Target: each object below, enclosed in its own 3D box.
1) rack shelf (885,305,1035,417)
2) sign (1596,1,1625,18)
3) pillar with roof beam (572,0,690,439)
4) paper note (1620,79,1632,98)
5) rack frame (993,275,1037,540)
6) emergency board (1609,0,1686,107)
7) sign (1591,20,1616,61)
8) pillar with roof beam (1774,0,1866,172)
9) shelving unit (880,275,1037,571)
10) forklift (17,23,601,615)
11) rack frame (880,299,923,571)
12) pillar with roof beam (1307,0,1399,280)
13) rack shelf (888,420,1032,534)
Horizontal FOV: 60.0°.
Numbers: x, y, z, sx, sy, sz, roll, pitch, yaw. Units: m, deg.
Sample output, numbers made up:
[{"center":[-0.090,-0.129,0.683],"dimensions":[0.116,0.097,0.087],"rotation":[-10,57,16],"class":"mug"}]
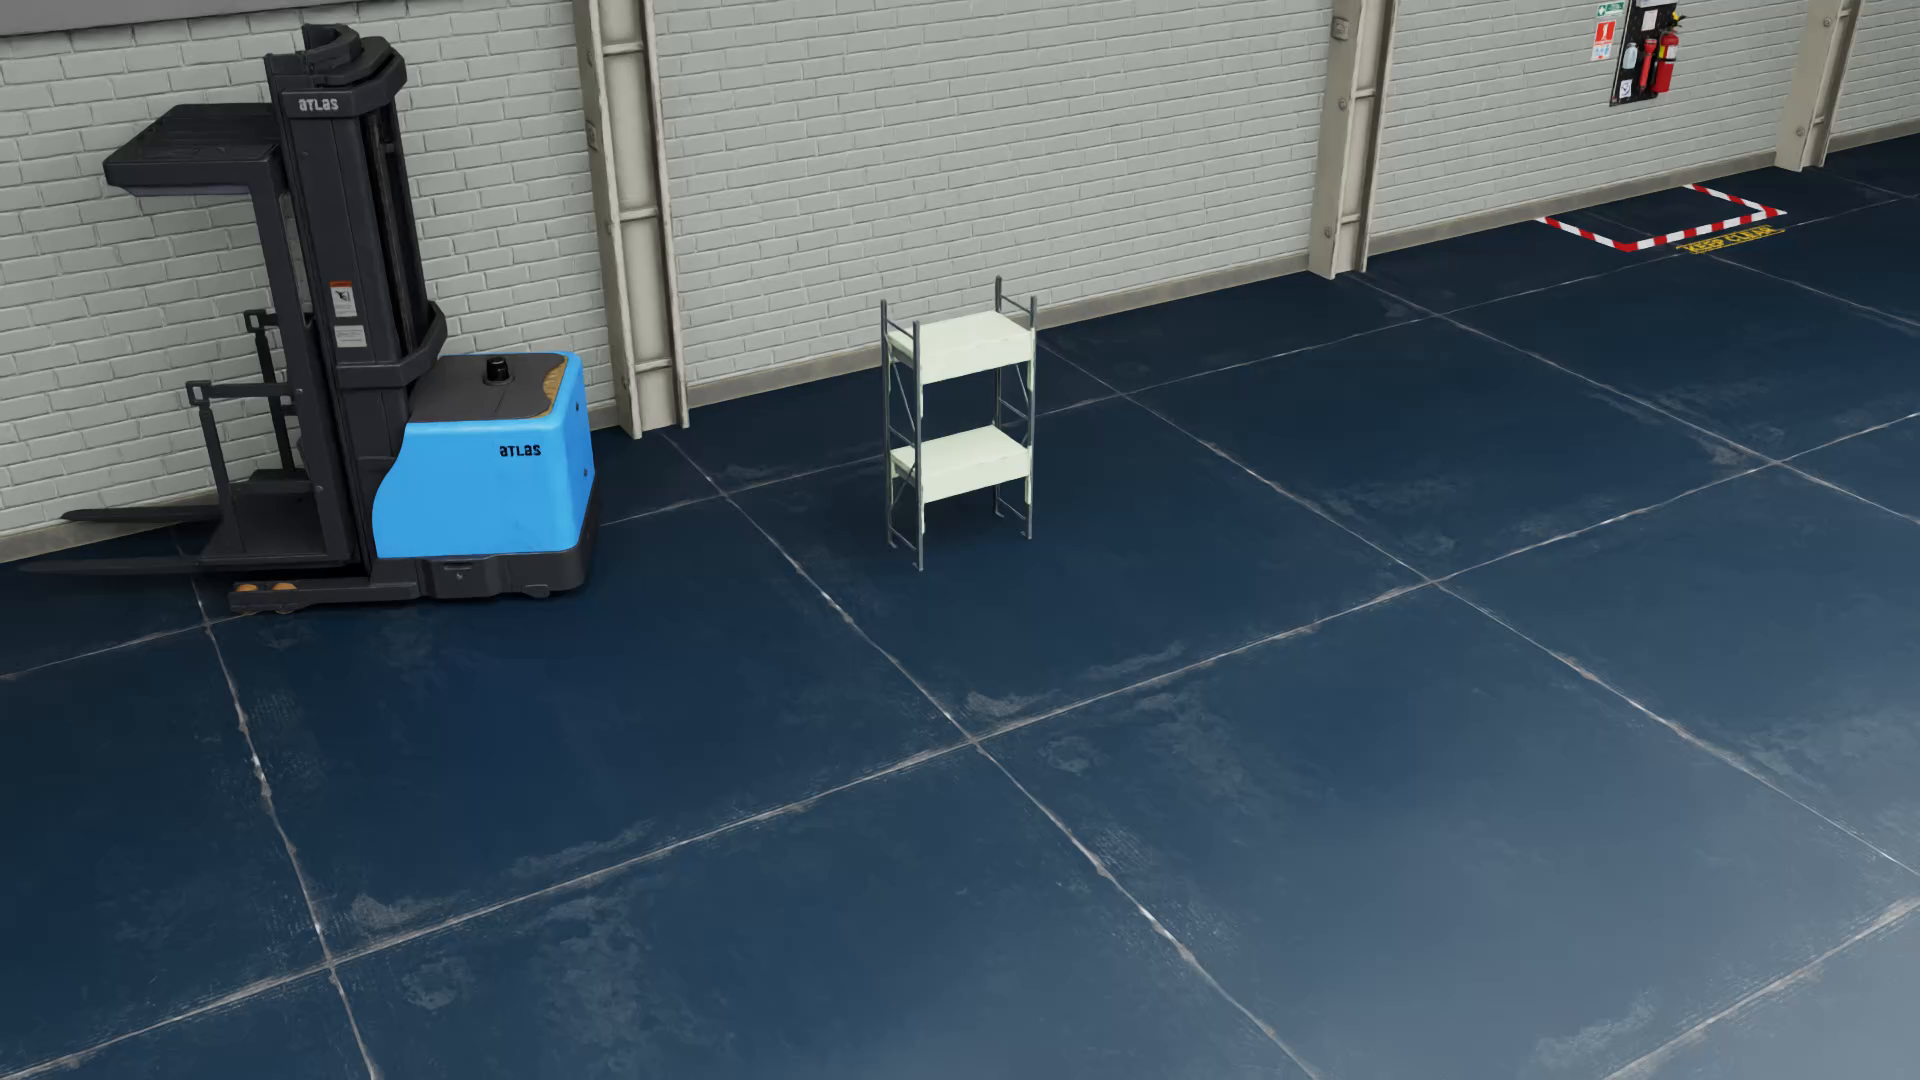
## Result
[{"center":[-0.006,-0.997,9.196],"dimensions":[0.720,0.370,0.431],"rotation":[-16,33,-26],"class":"rack shelf"},{"center":[5.623,-4.588,14.374],"dimensions":[0.331,0.109,0.001],"rotation":[-16,33,-26],"class":"sign"},{"center":[0.128,-2.920,5.728],"dimensions":[0.400,9.000,9.100],"rotation":[-16,33,-26],"class":"pillar with roof beam"},{"center":[5.956,-4.035,14.869],"dimensions":[0.142,0.148,0.016],"rotation":[-16,33,-26],"class":"paper note"},{"center":[0.310,-0.745,9.547],"dimensions":[0.023,1.500,0.400],"rotation":[-16,33,-26],"class":"rack frame"},{"center":[6.143,-4.436,14.683],"dimensions":[0.643,1.169,0.194],"rotation":[-16,33,-26],"class":"emergency board"},{"center":[5.614,-4.359,14.507],"dimensions":[0.234,0.329,0.001],"rotation":[-16,33,-26],"class":"sign"},{"center":[10.474,-5.858,11.051],"dimensions":[0.400,9.000,9.100],"rotation":[-16,33,-26],"class":"pillar with roof beam"},{"center":[-0.006,-0.655,9.385],"dimensions":[0.755,1.500,0.431],"rotation":[-16,33,-26],"class":"shelving unit"},{"center":[-3.619,-1.142,8.785],"dimensions":[3.031,2.935,1.130],"rotation":[-2,29,-4],"class":"forklift"},{"center":[-0.321,-0.565,9.222],"dimensions":[0.023,1.500,0.400],"rotation":[-16,33,-26],"class":"rack frame"},{"center":[5.301,-4.389,8.390],"dimensions":[0.400,9.000,9.100],"rotation":[-16,33,-26],"class":"pillar with roof beam"},{"center":[-0.006,-0.370,9.542],"dimensions":[0.720,0.370,0.431],"rotation":[-16,33,-26],"class":"rack shelf"}]
